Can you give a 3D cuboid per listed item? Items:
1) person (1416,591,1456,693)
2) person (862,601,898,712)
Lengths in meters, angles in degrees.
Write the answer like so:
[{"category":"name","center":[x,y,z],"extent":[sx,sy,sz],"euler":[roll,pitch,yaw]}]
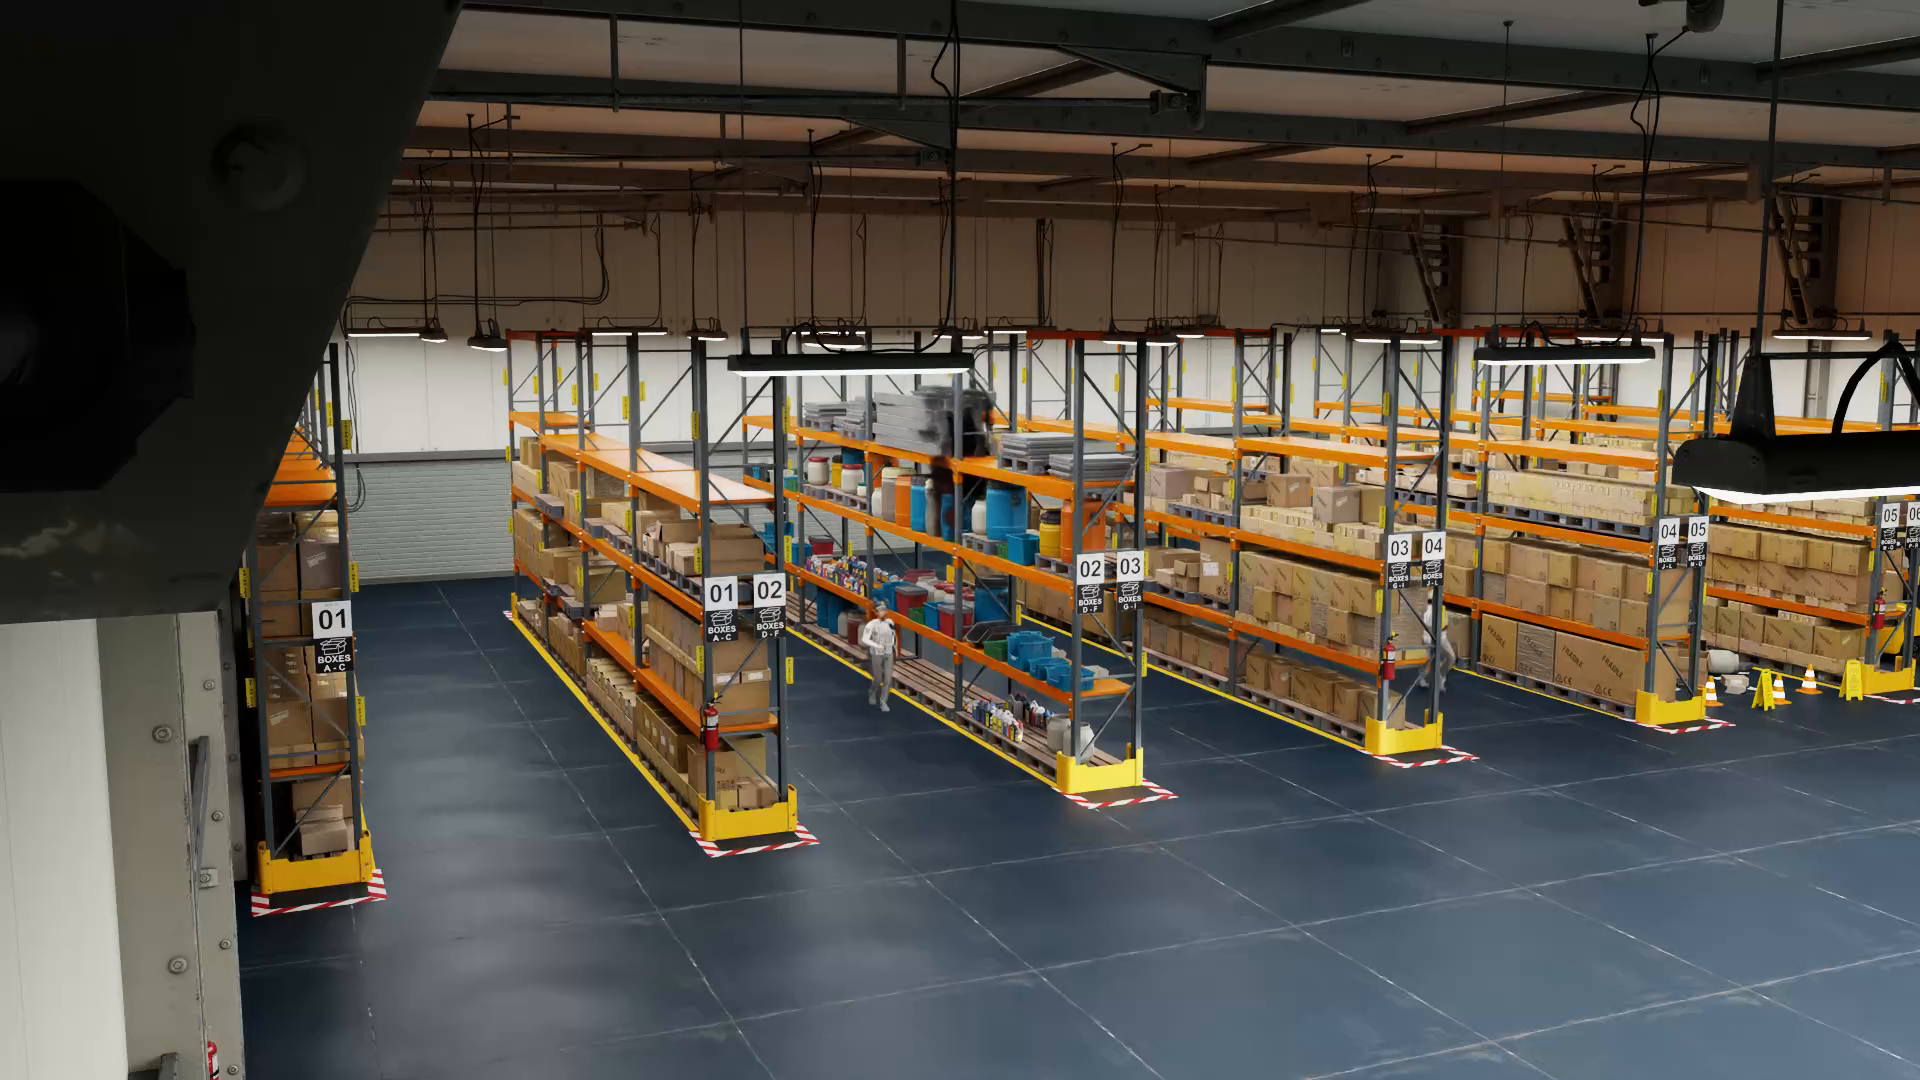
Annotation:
[{"category":"person","center":[7.949,1.685,27.878],"extent":[0.680,1.768,0.751],"euler":[-5,9,-31]},{"category":"person","center":[-1.201,1.755,25.473],"extent":[0.619,1.676,0.618],"euler":[-4,9,-26]}]
